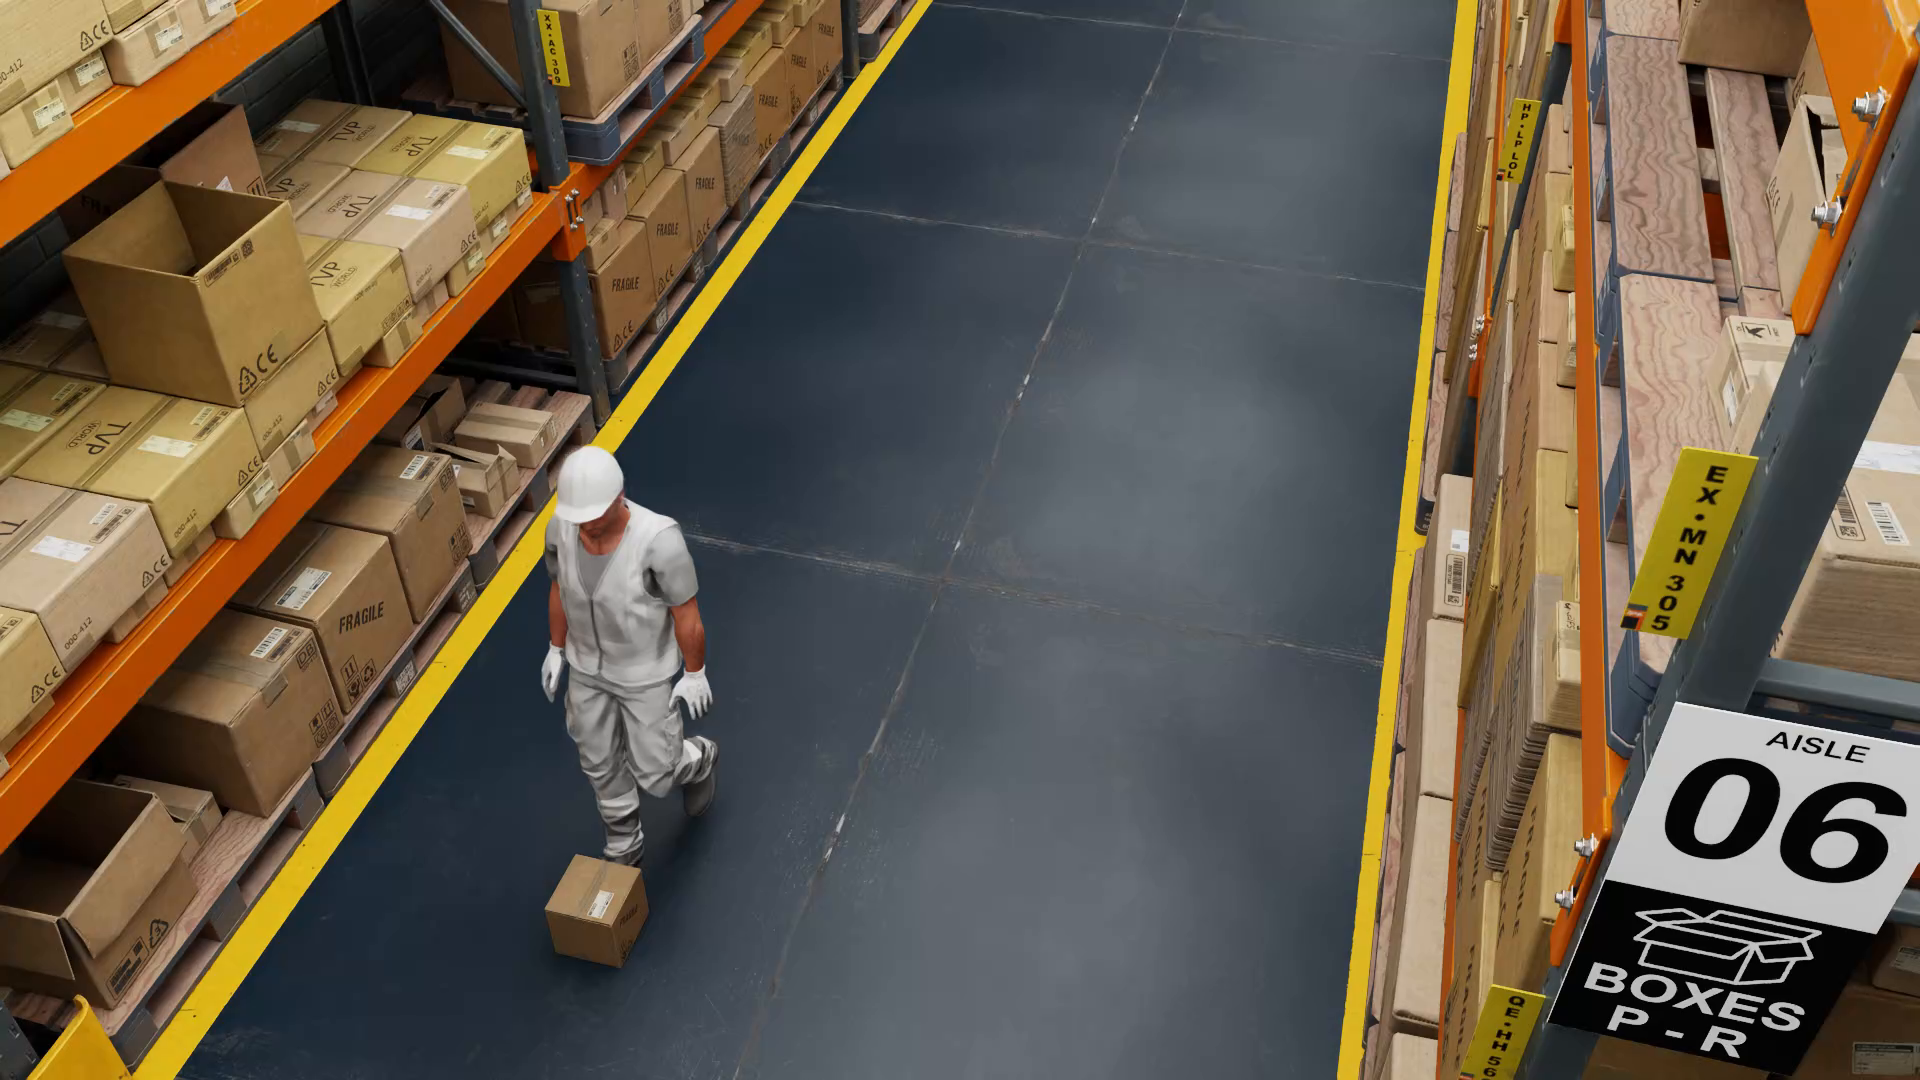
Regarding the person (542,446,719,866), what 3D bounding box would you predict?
[{"bbox_3d":[-1.148,0.450,5.633,0.617,1.765,0.679,15,43,17],"label":"person"}]
